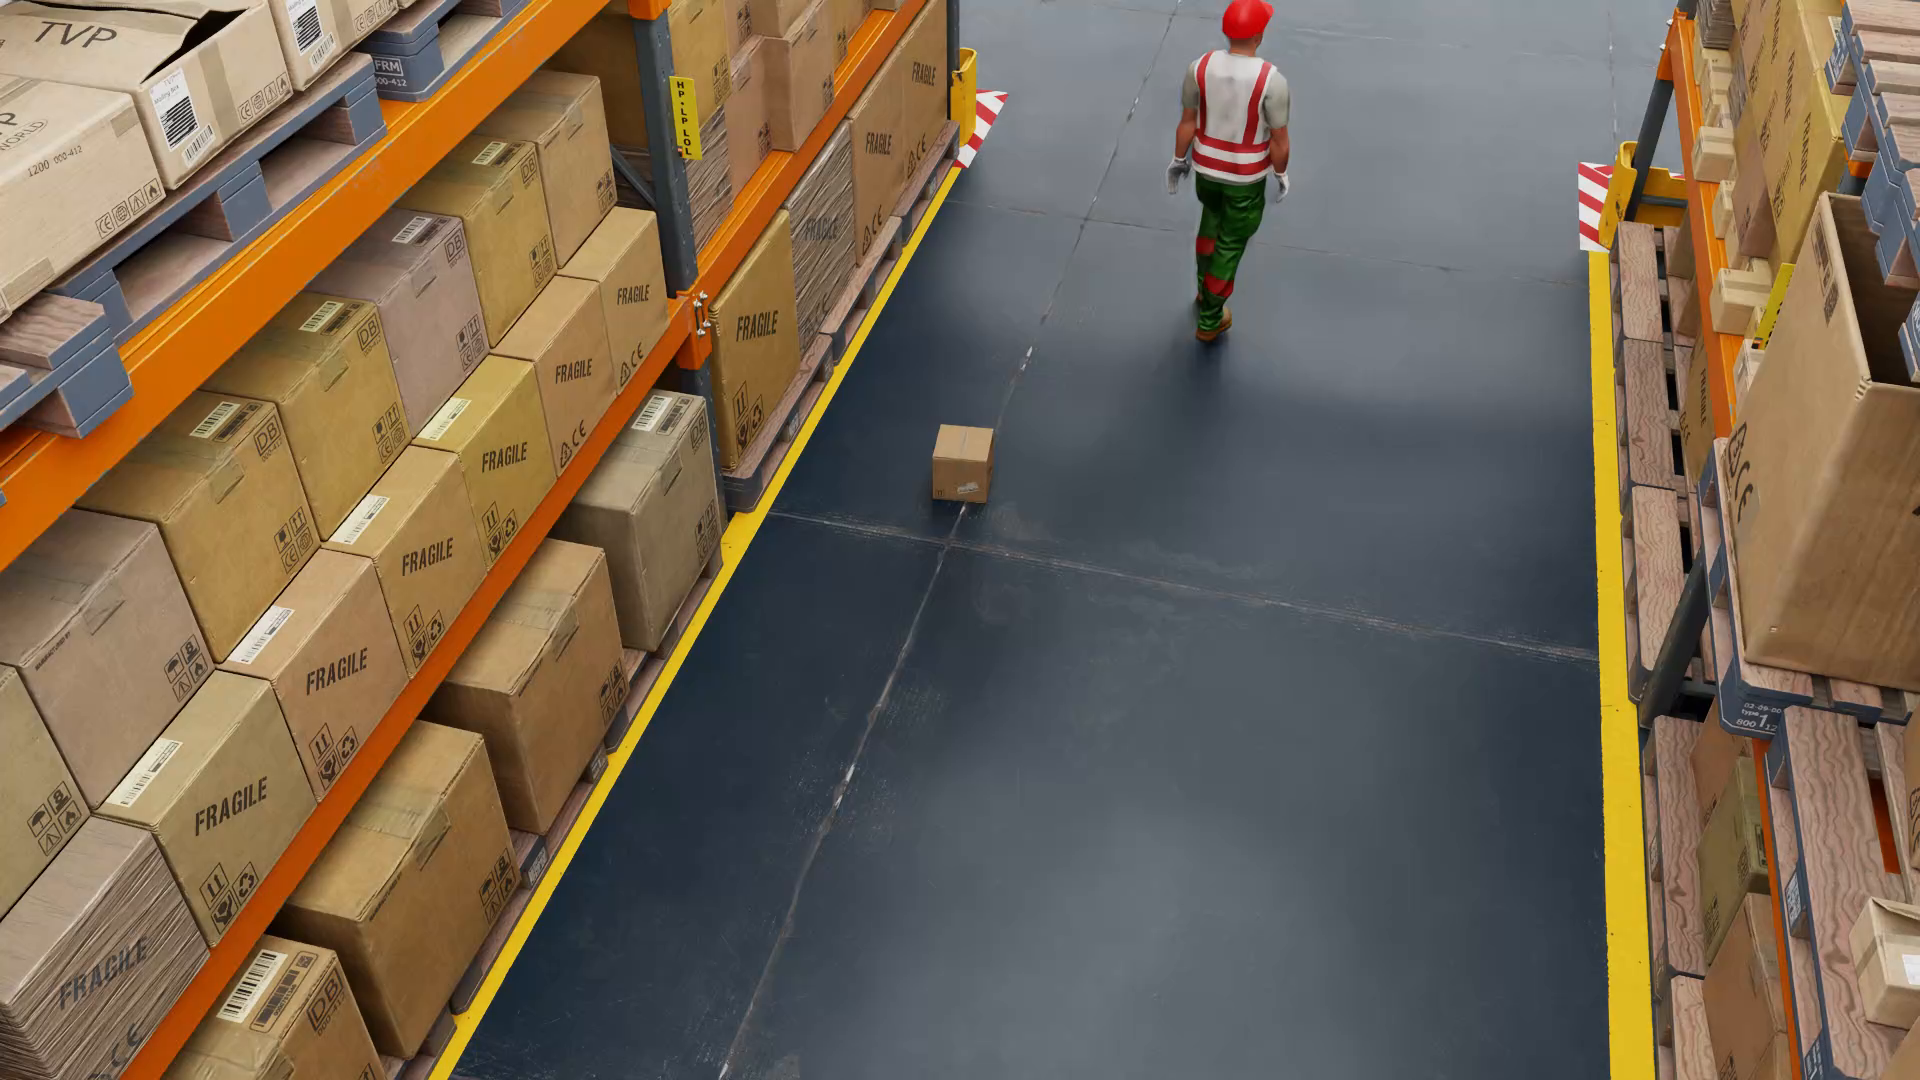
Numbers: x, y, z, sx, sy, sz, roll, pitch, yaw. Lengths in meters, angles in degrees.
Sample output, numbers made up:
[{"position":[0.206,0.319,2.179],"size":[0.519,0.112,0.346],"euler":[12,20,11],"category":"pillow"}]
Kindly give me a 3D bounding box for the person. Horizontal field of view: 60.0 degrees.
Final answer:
[{"position":[1.352,-1.834,8.280],"size":[0.588,1.843,0.515],"euler":[23,46,25],"category":"person"}]
